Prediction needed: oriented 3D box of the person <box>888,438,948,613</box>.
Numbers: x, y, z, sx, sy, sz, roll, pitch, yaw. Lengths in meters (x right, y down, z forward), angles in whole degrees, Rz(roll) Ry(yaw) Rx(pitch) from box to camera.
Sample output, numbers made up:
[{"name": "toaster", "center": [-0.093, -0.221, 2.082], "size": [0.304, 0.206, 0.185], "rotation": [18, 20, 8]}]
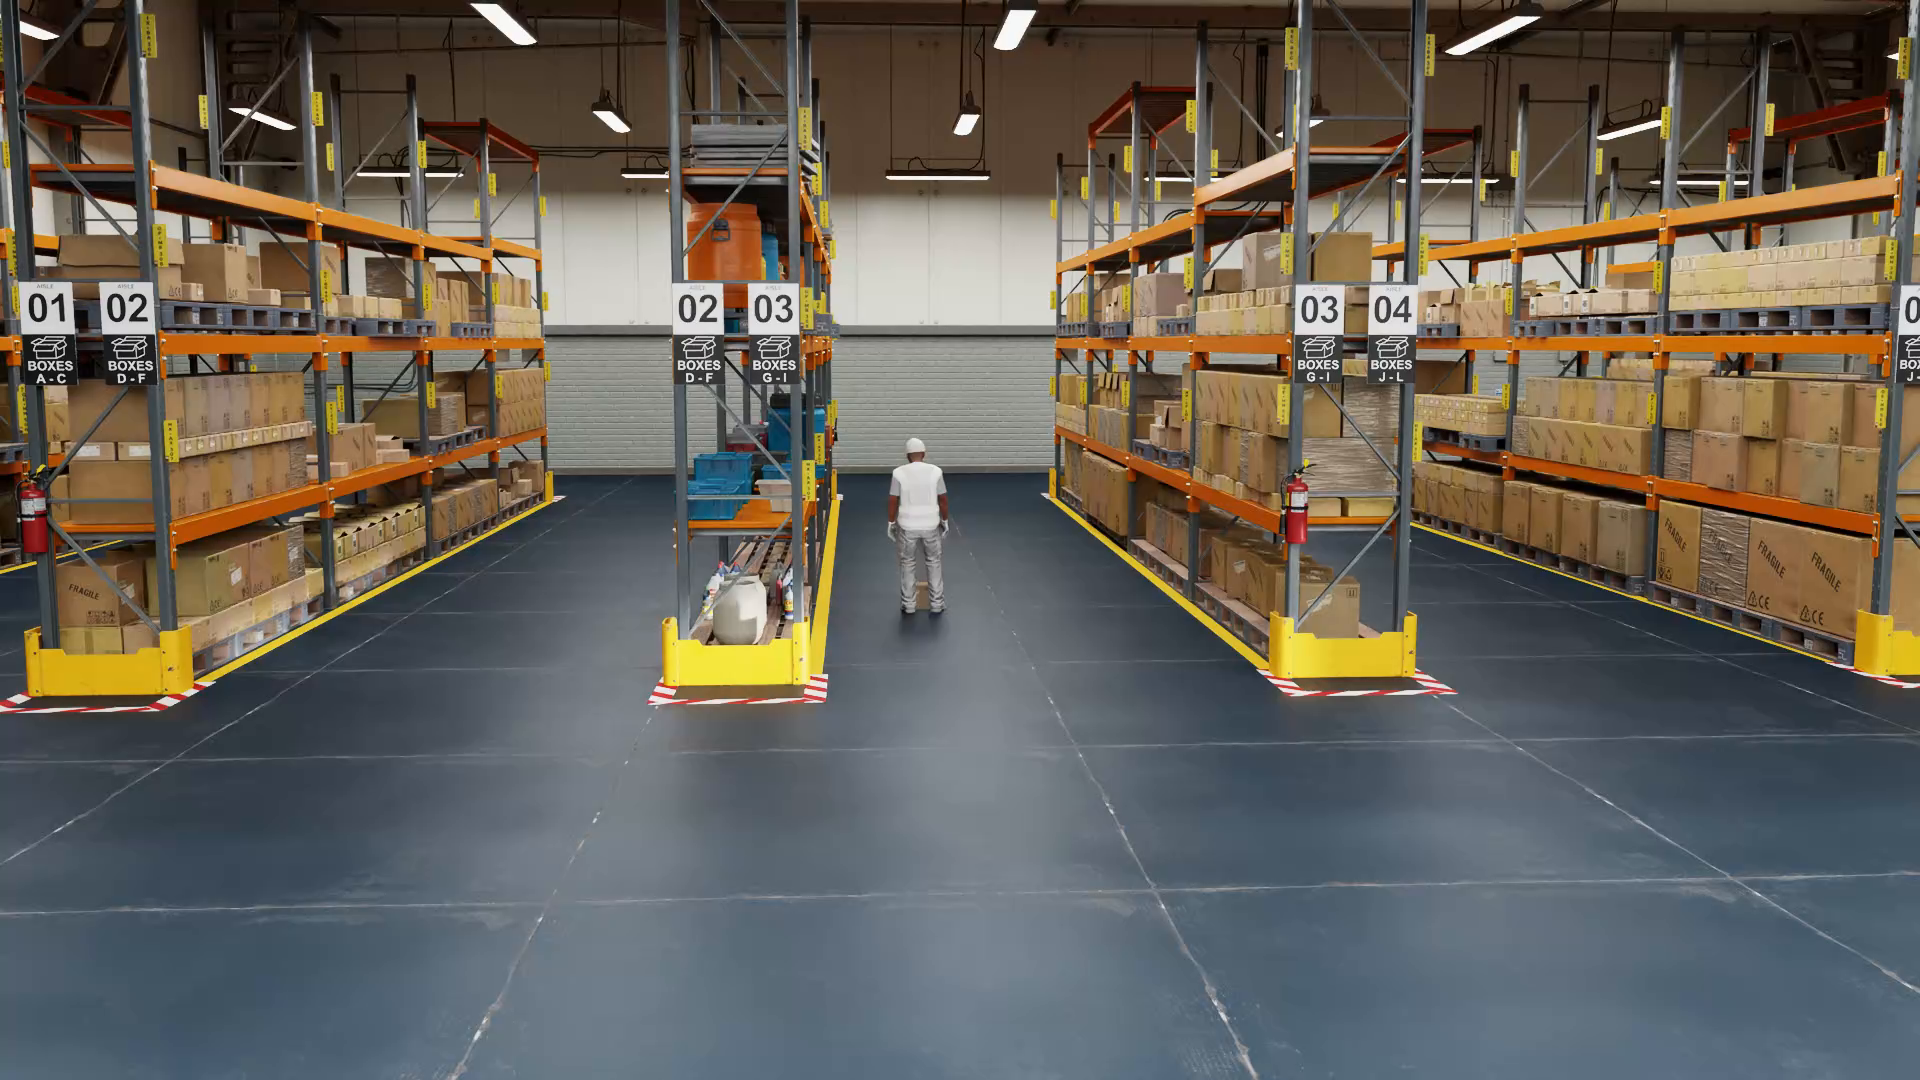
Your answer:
[{"name": "person", "center": [-0.426, -0.150, 16.962], "size": [0.623, 1.773, 0.451], "rotation": [-1, 7, -7]}]
